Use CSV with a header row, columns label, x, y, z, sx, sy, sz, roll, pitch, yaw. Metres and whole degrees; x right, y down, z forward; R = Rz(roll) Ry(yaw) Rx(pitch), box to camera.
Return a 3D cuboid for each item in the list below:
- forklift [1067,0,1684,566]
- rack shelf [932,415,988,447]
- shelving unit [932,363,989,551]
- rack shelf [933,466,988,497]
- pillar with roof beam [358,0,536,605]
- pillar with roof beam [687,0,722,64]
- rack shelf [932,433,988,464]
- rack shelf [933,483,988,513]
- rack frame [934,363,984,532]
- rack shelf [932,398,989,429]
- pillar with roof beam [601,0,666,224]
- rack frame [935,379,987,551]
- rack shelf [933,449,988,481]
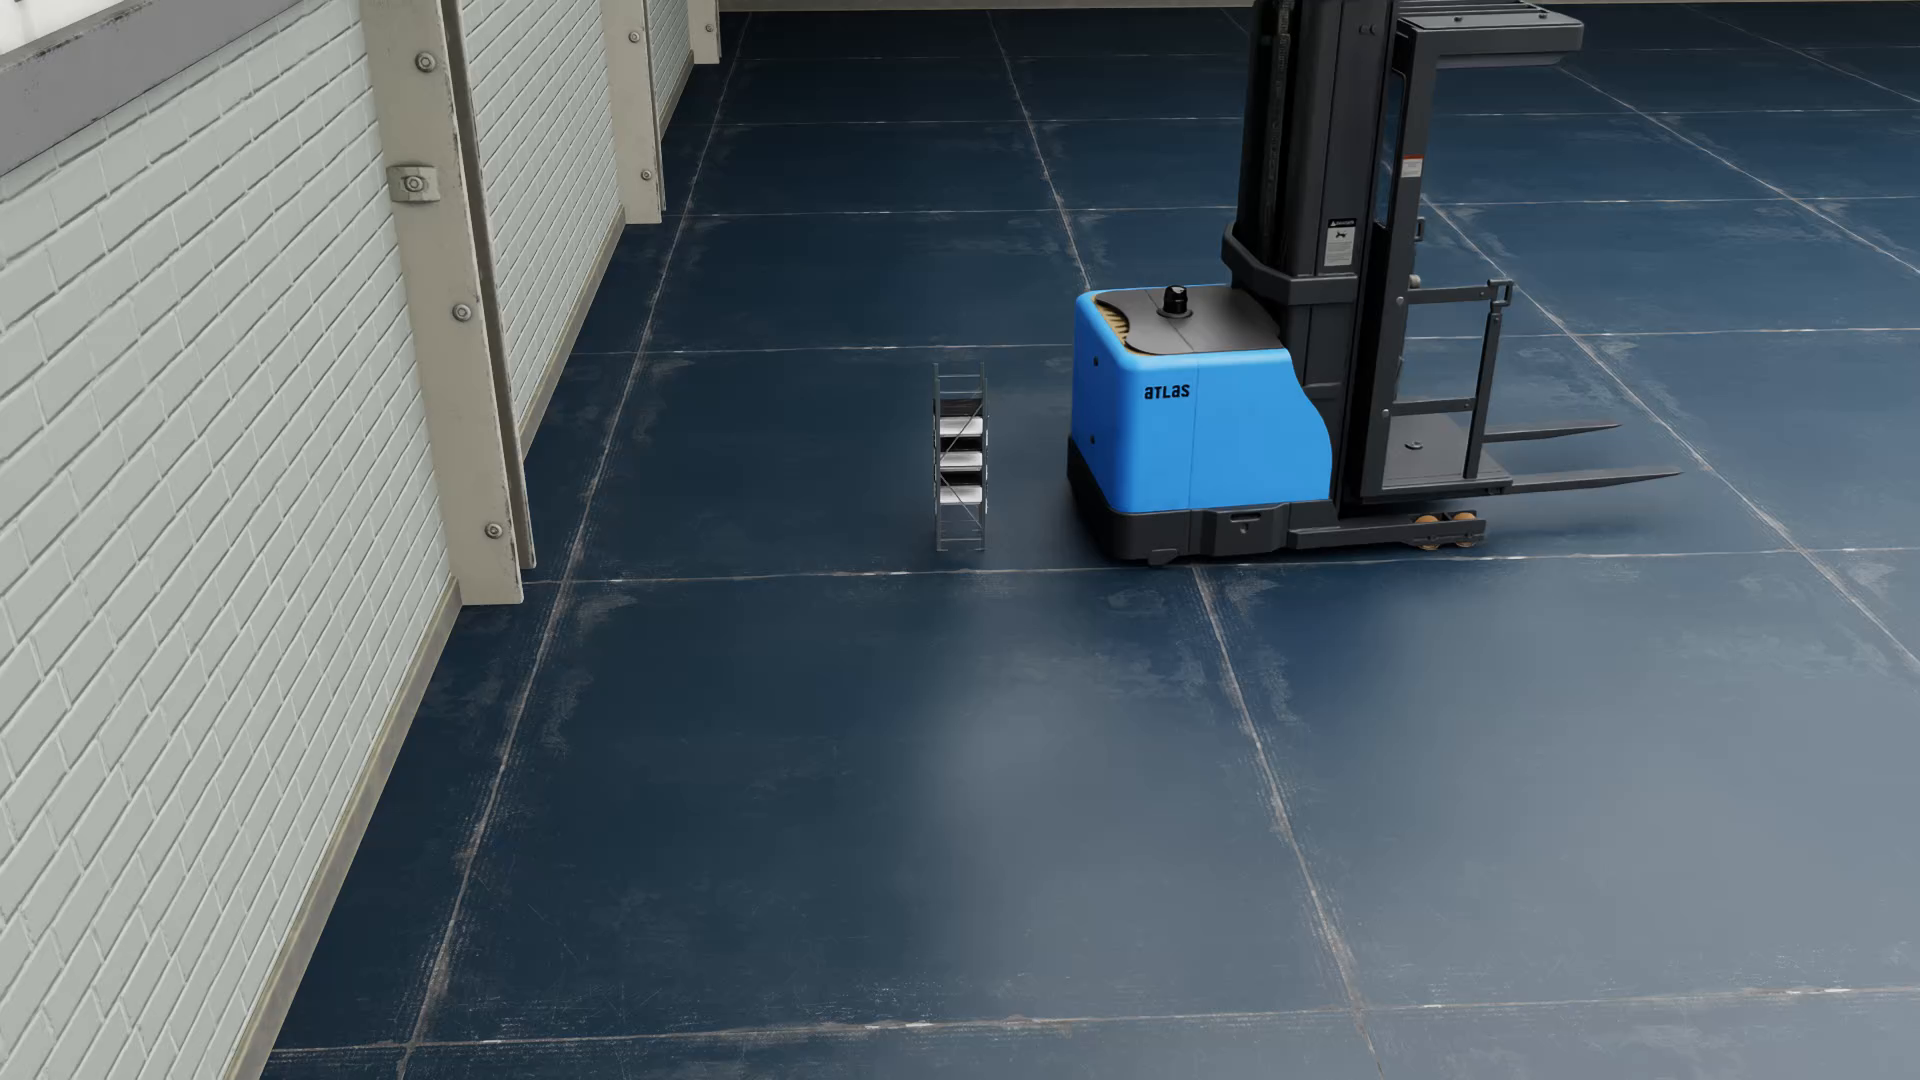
label,x,y,z,sx,sy,sz,roll,pitch,yaw
forklift,2.126,-1.487,7.931,3.031,2.935,1.130,-4,28,-8
rack shelf,0.000,-0.525,7.967,0.258,0.077,0.200,-1,28,-3
shelving unit,0.000,-0.395,8.035,0.258,0.900,0.210,-1,28,-3
rack shelf,0.000,-0.286,8.092,0.258,0.077,0.200,-1,28,-3
pillar with roof beam,2.108,-3.888,5.974,9.100,9.000,0.400,-1,28,-3
pillar with roof beam,1.482,-9.430,16.599,9.100,9.000,0.400,-1,28,-3
rack shelf,0.000,-0.445,8.009,0.258,0.077,0.200,-1,28,-3
rack shelf,0.000,-0.206,8.133,0.258,0.077,0.200,-1,28,-3
rack frame,-0.005,-0.442,8.125,0.240,0.900,0.006,-1,28,-3
rack shelf,0.000,-0.605,7.925,0.258,0.077,0.200,-1,28,-3
pillar with roof beam,1.795,-6.659,11.287,9.100,9.000,0.400,-1,28,-3
rack frame,0.006,-0.348,7.945,0.240,0.900,0.006,-1,28,-3
rack shelf,0.000,-0.366,8.050,0.258,0.077,0.200,-1,28,-3
